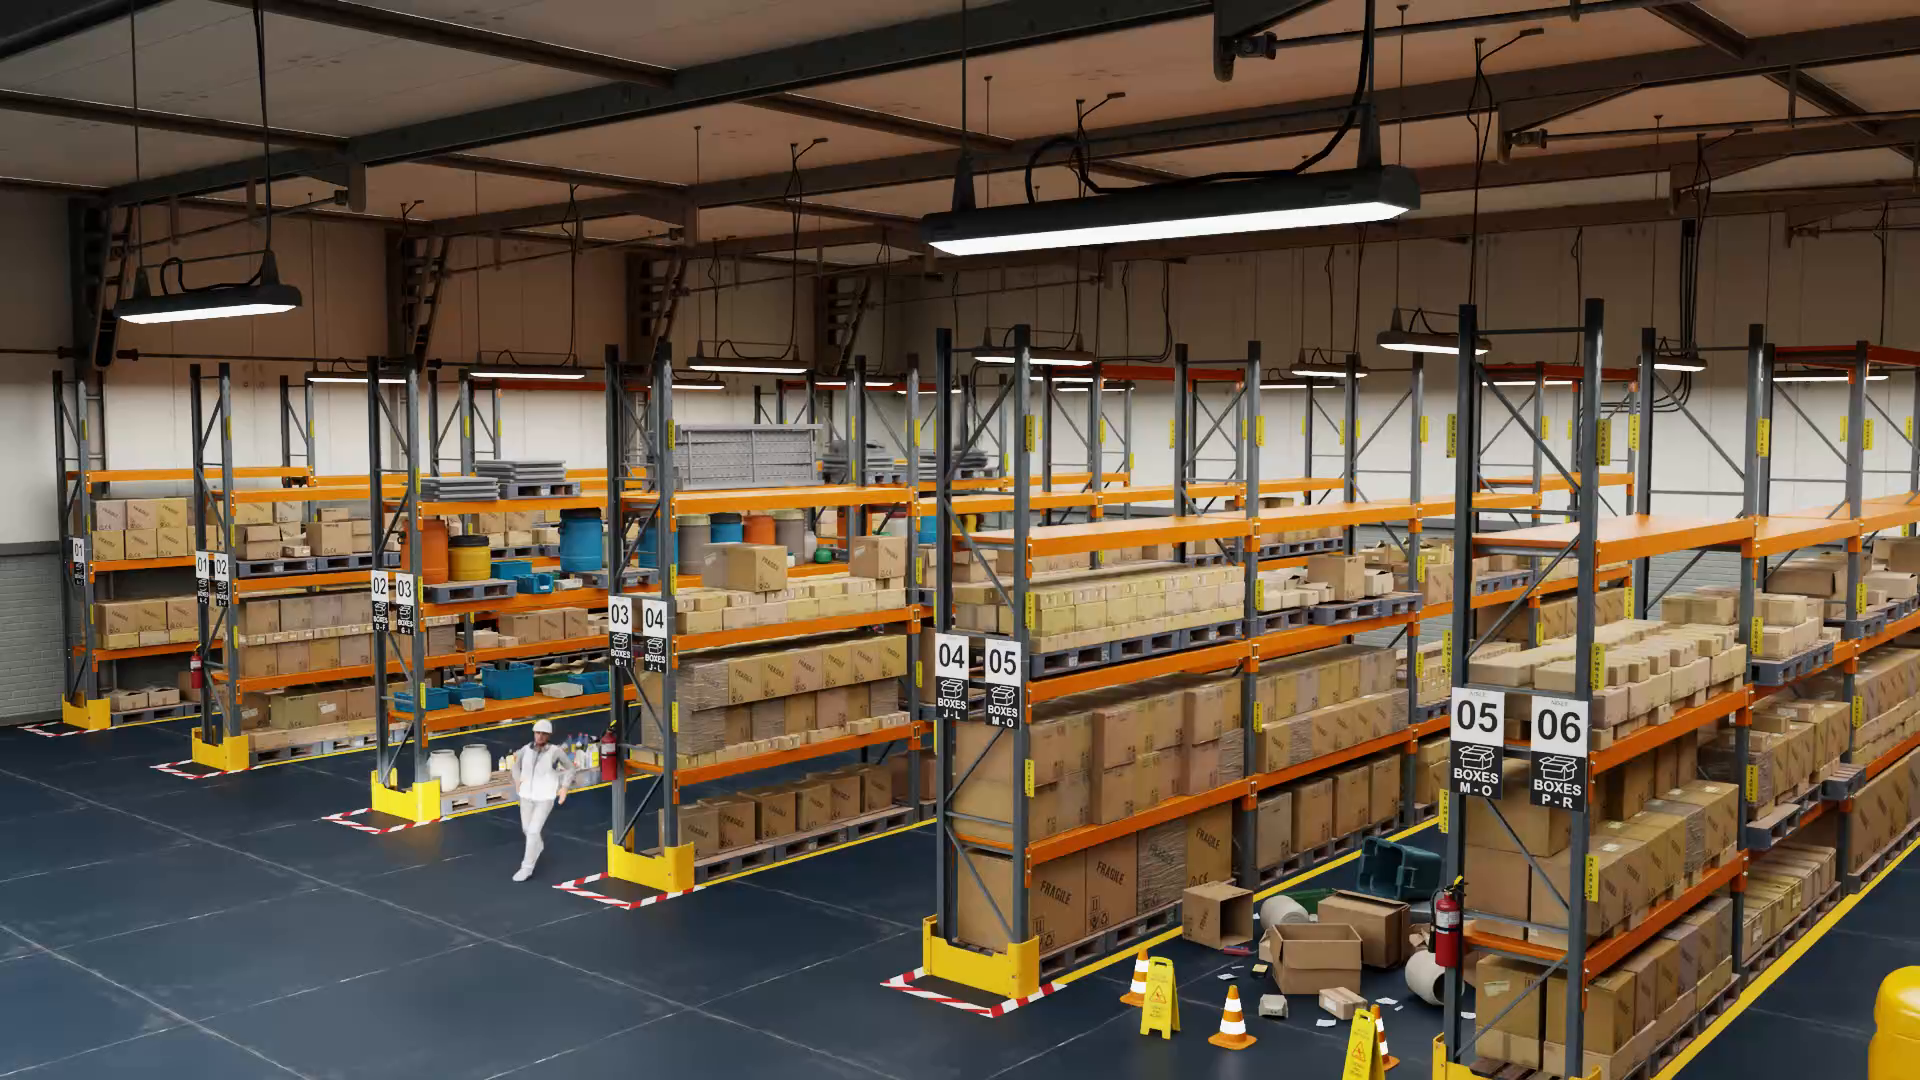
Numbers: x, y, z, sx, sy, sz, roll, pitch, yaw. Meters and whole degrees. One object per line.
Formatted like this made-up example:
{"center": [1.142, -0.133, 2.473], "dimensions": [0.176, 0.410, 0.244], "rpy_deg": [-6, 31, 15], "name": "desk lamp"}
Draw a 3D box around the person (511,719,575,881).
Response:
{"center": [-4.761, 2.908, 18.873], "dimensions": [0.713, 1.764, 0.886], "rpy_deg": [1, 4, 11], "name": "person"}
